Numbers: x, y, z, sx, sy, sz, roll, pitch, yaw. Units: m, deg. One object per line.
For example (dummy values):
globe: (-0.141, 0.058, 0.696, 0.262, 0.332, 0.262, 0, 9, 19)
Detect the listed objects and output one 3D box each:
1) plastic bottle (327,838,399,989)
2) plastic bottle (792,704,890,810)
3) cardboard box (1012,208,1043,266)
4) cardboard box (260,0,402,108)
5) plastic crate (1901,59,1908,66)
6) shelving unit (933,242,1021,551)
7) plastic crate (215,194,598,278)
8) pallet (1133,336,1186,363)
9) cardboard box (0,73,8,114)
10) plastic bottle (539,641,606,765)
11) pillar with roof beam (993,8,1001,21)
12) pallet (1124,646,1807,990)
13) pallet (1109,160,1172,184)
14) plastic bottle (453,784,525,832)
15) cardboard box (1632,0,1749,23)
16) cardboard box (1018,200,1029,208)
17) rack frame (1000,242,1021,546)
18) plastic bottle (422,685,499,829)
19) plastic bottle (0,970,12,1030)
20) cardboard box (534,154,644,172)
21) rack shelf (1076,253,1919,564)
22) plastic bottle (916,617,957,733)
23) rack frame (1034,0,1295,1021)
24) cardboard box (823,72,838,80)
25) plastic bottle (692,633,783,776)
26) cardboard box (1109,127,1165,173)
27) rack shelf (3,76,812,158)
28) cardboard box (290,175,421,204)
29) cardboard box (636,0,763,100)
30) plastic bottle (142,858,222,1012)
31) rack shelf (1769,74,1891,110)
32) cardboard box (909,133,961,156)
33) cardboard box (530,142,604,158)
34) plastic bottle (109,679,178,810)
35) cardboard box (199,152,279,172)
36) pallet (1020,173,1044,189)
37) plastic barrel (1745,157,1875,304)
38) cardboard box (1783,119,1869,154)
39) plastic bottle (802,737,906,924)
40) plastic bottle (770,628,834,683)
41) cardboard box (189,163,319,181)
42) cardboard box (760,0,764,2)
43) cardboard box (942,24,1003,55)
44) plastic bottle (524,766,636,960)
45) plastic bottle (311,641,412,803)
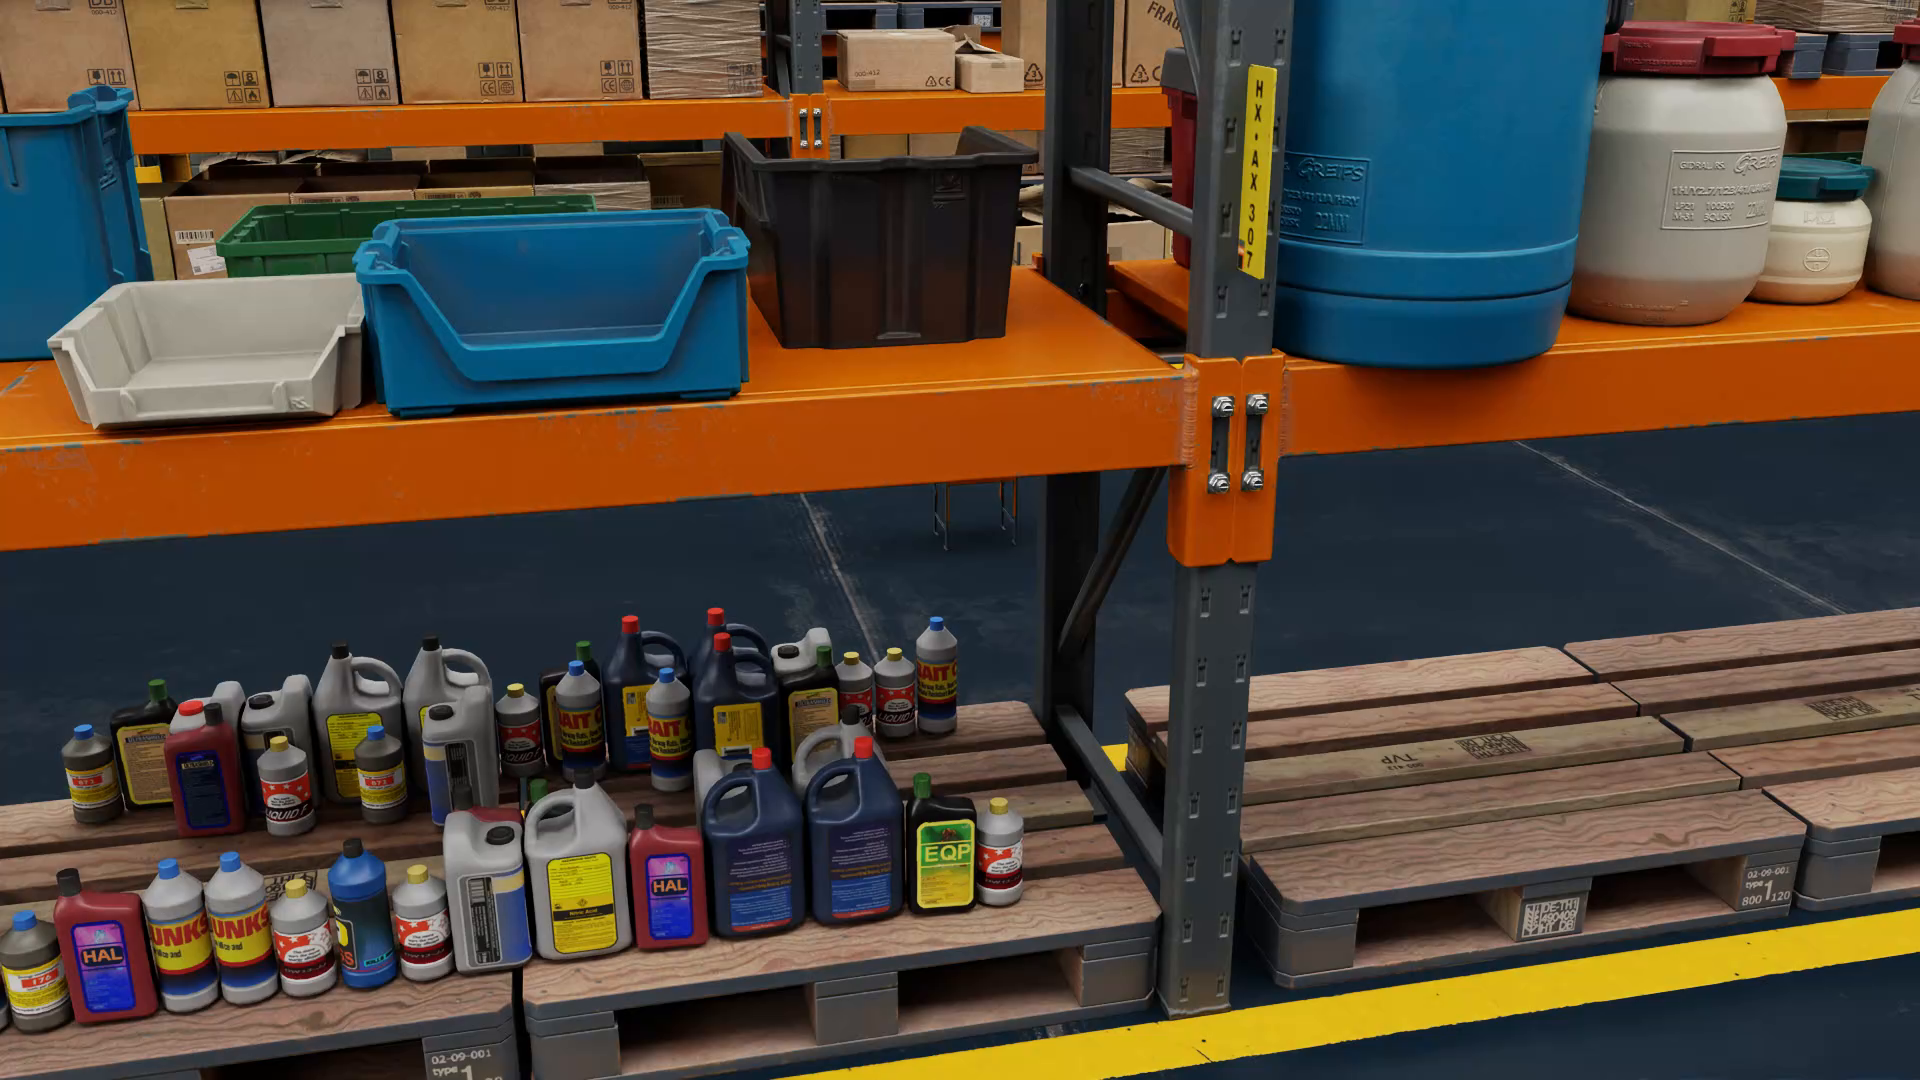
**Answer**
plastic bottle: (-1.072, 0.660, 2.979, 0.097, 0.271, 0.097, 0, 20, 0)
plastic bottle: (-0.237, 0.496, 3.312, 0.185, 0.351, 0.144, -5, 21, -12)
cardboard box: (0.168, -1.456, 7.999, 0.500, 0.311, 0.500, -5, 21, -13)
cardboard box: (-2.709, -2.186, 7.275, 0.500, 0.500, 0.700, -4, 21, -11)
plastic crate: (2.606, -0.962, 3.987, 0.583, 0.464, 0.402, -5, 21, -12)
shelving unit: (0.052, -0.497, 5.646, 0.252, 1.050, 0.215, -5, 21, -12)
plastic crate: (-1.029, -0.528, 3.204, 0.662, 0.188, 0.450, -5, 21, -12)
pallet: (1.118, -1.159, 8.671, 1.213, 0.211, 1.003, -5, 21, -12)
cardboard box: (-4.215, -2.062, 6.938, 0.500, 0.500, 0.700, -5, 21, -12)
plastic bottle: (-0.878, 0.367, 3.761, 0.133, 0.283, 0.061, -4, 20, -10)
pillar with roof beam: (1.496, -5.836, 8.664, 0.400, 9.000, 9.100, -5, 21, -12)
pallet: (1.112, 0.593, 3.888, 1.213, 0.211, 1.003, -5, 21, -12)
pallet: (1.209, -2.903, 13.432, 1.213, 0.211, 1.003, -5, 21, -12)
plastic bottle: (-0.889, 0.592, 3.146, 0.133, 0.283, 0.061, -5, 21, -12)
cardboard box: (3.700, -2.947, 8.744, 0.500, 0.500, 0.700, -12, 24, -31)
cardboard box: (0.053, -1.640, 8.502, 0.500, 0.311, 0.500, -4, 21, -11)
rack frame: (0.171, -0.507, 5.672, 0.008, 1.050, 0.200, -5, 21, -12)
plastic bottle: (-1.063, 0.453, 3.538, 0.135, 0.276, 0.152, -5, 21, -12)
plastic bottle: (-1.700, 0.711, 2.839, 0.097, 0.271, 0.097, 0, 20, 0)
cardboard box: (-1.788, -1.583, 8.072, 0.500, 0.500, 0.500, -5, 21, -12)
rack shelf: (2.303, -0.461, 3.759, 4.000, 0.370, 1.077, -5, 21, -12)
plastic bottle: (-0.054, 0.312, 3.928, 0.097, 0.271, 0.097, 0, 20, 0)
rack frame: (0.357, -0.641, 3.203, 0.127, 3.000, 1.000, -5, 21, -12)
cardboard box: (-0.783, -3.442, 12.754, 0.500, 0.250, 0.500, -5, 21, -14)
plastic bottle: (-0.491, 0.370, 3.656, 0.185, 0.351, 0.144, -5, 21, -12)
cardboard box: (1.281, -3.232, 13.271, 0.500, 0.500, 0.700, -4, 21, -12)
rack shelf: (-2.726, -1.803, 7.422, 4.000, 0.370, 1.077, -5, 21, -12)
cardboard box: (-2.639, -1.327, 7.372, 0.500, 0.500, 0.500, -5, 21, -12)
cardboard box: (-1.210, -2.309, 7.611, 0.500, 0.500, 0.700, -5, 21, -14)
plastic bottle: (-1.366, 0.684, 2.913, 0.097, 0.271, 0.097, 0, 20, 0)
rack shelf: (5.059, -2.436, 9.150, 4.000, 0.370, 1.077, -5, 21, -12)
cardboard box: (-0.214, -3.138, 13.015, 0.500, 0.500, 0.700, -4, 21, -12)
cardboard box: (-2.924, -2.894, 12.349, 0.500, 0.500, 0.500, -6, 21, -17)
plastic bottle: (-1.740, 0.437, 3.569, 0.133, 0.283, 0.061, -4, 21, -11)
cardboard box: (-5.122, -2.609, 11.846, 0.500, 0.311, 0.500, -7, 21, -19)
pallet: (0.024, -2.807, 13.172, 1.213, 0.211, 1.003, -5, 21, -12)
plastic barrel: (1.680, -0.629, 3.372, 0.301, 0.262, 0.301, 0, 20, 0)
cardboard box: (5.018, -2.241, 9.477, 0.500, 0.250, 0.500, -5, 21, -14)
plastic bottle: (-0.204, 0.544, 3.180, 0.185, 0.351, 0.144, -5, 21, -14)
plastic bottle: (-0.363, 0.345, 3.832, 0.135, 0.276, 0.152, -4, 20, -11)
cardboard box: (-3.249, -1.467, 7.755, 0.500, 0.500, 0.500, -5, 21, -12)
cardboard box: (-1.420, -4.239, 12.242, 0.500, 0.500, 0.700, -5, 21, -12)
cardboard box: (0.034, -2.367, 8.111, 0.258, 0.266, 0.396, -5, 21, -14)
plastic bottle: (-0.705, 0.585, 3.069, 0.185, 0.351, 0.144, -5, 21, -13)
plastic bottle: (-1.303, 0.385, 3.615, 0.185, 0.351, 0.144, -4, 20, -10)
